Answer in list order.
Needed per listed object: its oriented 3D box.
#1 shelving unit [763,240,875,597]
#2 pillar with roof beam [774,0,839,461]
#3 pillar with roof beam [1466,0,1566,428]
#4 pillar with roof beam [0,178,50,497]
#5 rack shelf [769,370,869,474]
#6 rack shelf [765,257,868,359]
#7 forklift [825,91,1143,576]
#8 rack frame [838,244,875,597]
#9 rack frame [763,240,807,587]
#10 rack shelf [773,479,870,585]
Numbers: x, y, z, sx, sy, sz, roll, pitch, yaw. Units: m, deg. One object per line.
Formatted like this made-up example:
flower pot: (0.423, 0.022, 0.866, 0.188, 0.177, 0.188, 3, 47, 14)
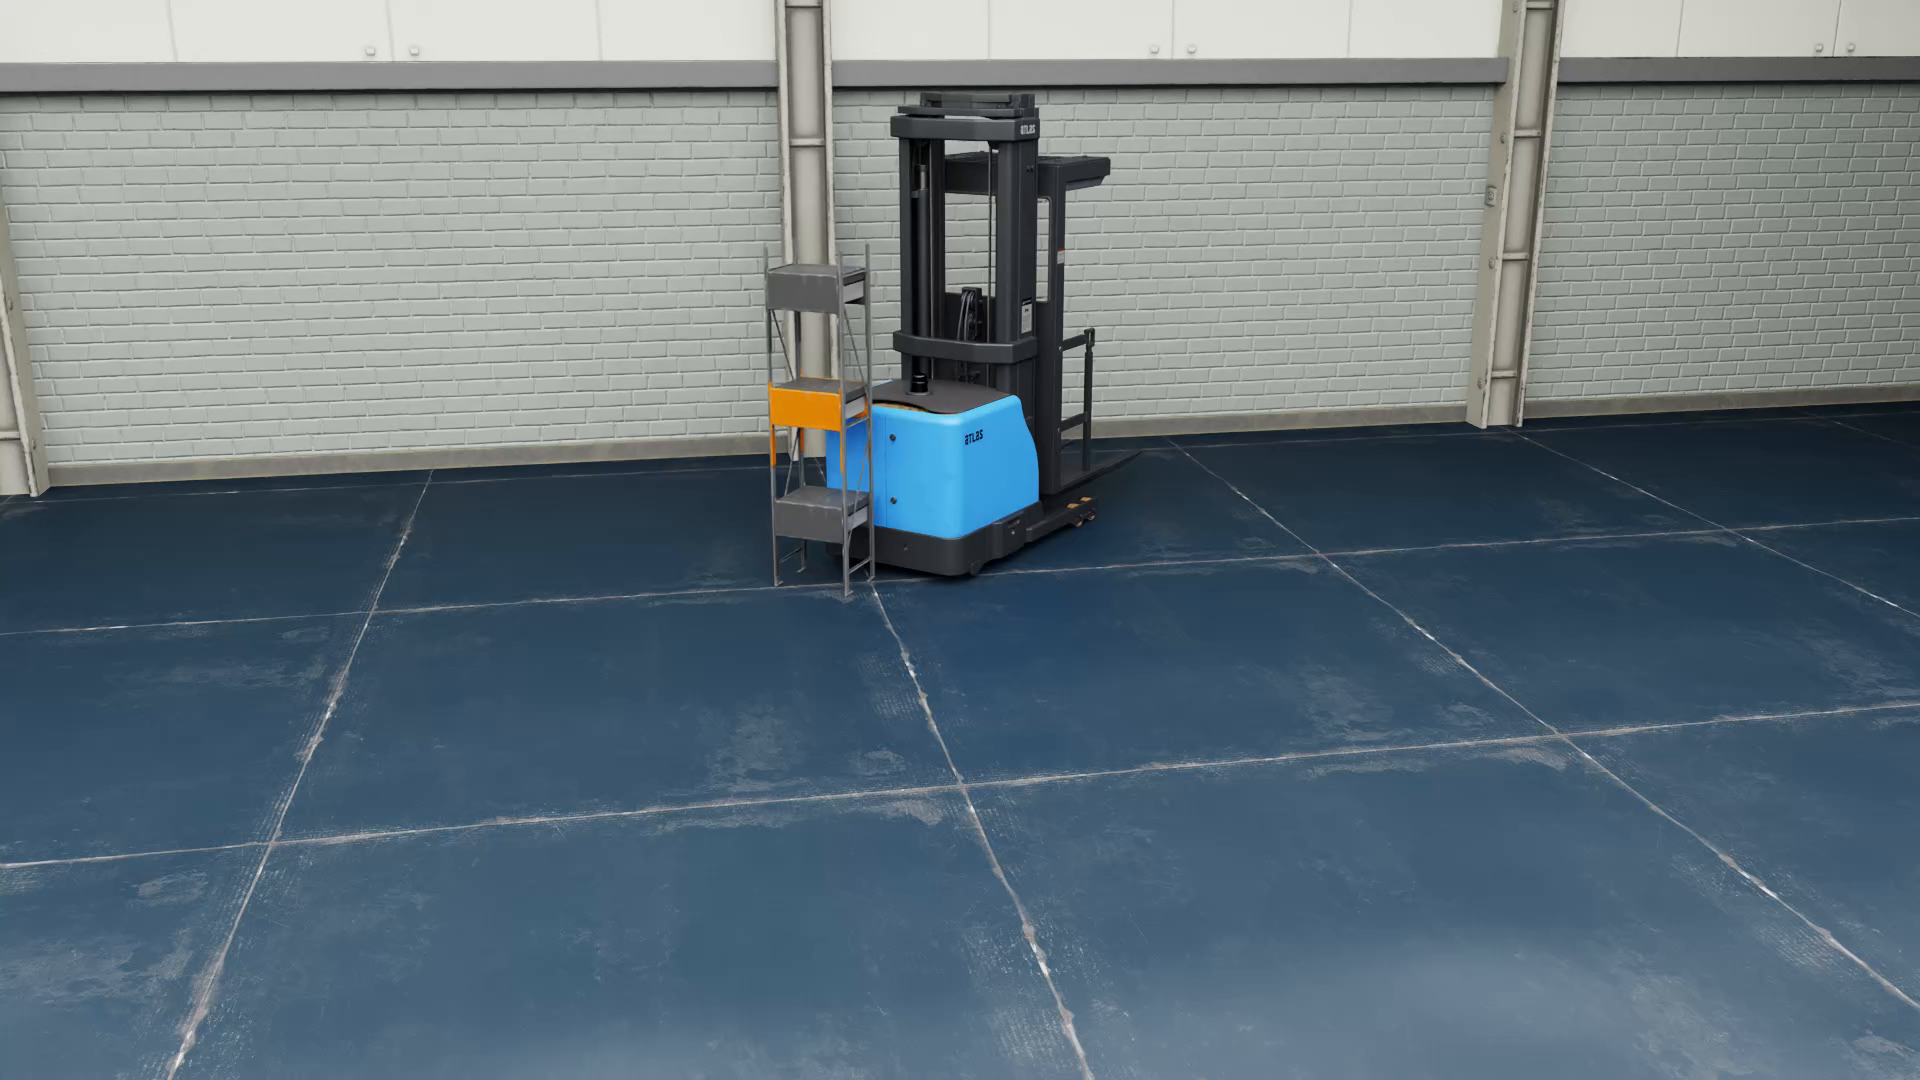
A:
shelving unit: (-0.847, -0.737, 10.136, 0.503, 2.100, 0.431, 7, 18, 22)
pillar with roof beam: (-0.375, -3.754, 8.209, 0.400, 9.000, 9.100, -3, 17, -10)
pillar with roof beam: (5.516, -4.089, 9.297, 0.400, 9.000, 9.100, -3, 17, -10)
pillar with roof beam: (-6.266, -3.420, 7.121, 0.400, 9.000, 9.100, -3, 17, -10)
rack shelf: (-0.847, -0.724, 10.140, 0.480, 0.518, 0.431, 7, 18, 22)
rack shelf: (-0.847, -1.394, 9.935, 0.480, 0.518, 0.431, 7, 18, 22)
forklift: (0.328, -1.556, 11.387, 1.130, 2.935, 3.031, 10, 20, 30)
rack frame: (-0.621, -0.710, 10.047, 0.015, 2.100, 0.400, 7, 18, 22)
rack frame: (-1.072, -0.765, 10.226, 0.015, 2.100, 0.400, 7, 18, 22)
rack shelf: (-0.847, -0.055, 10.346, 0.480, 0.518, 0.431, 7, 18, 22)
